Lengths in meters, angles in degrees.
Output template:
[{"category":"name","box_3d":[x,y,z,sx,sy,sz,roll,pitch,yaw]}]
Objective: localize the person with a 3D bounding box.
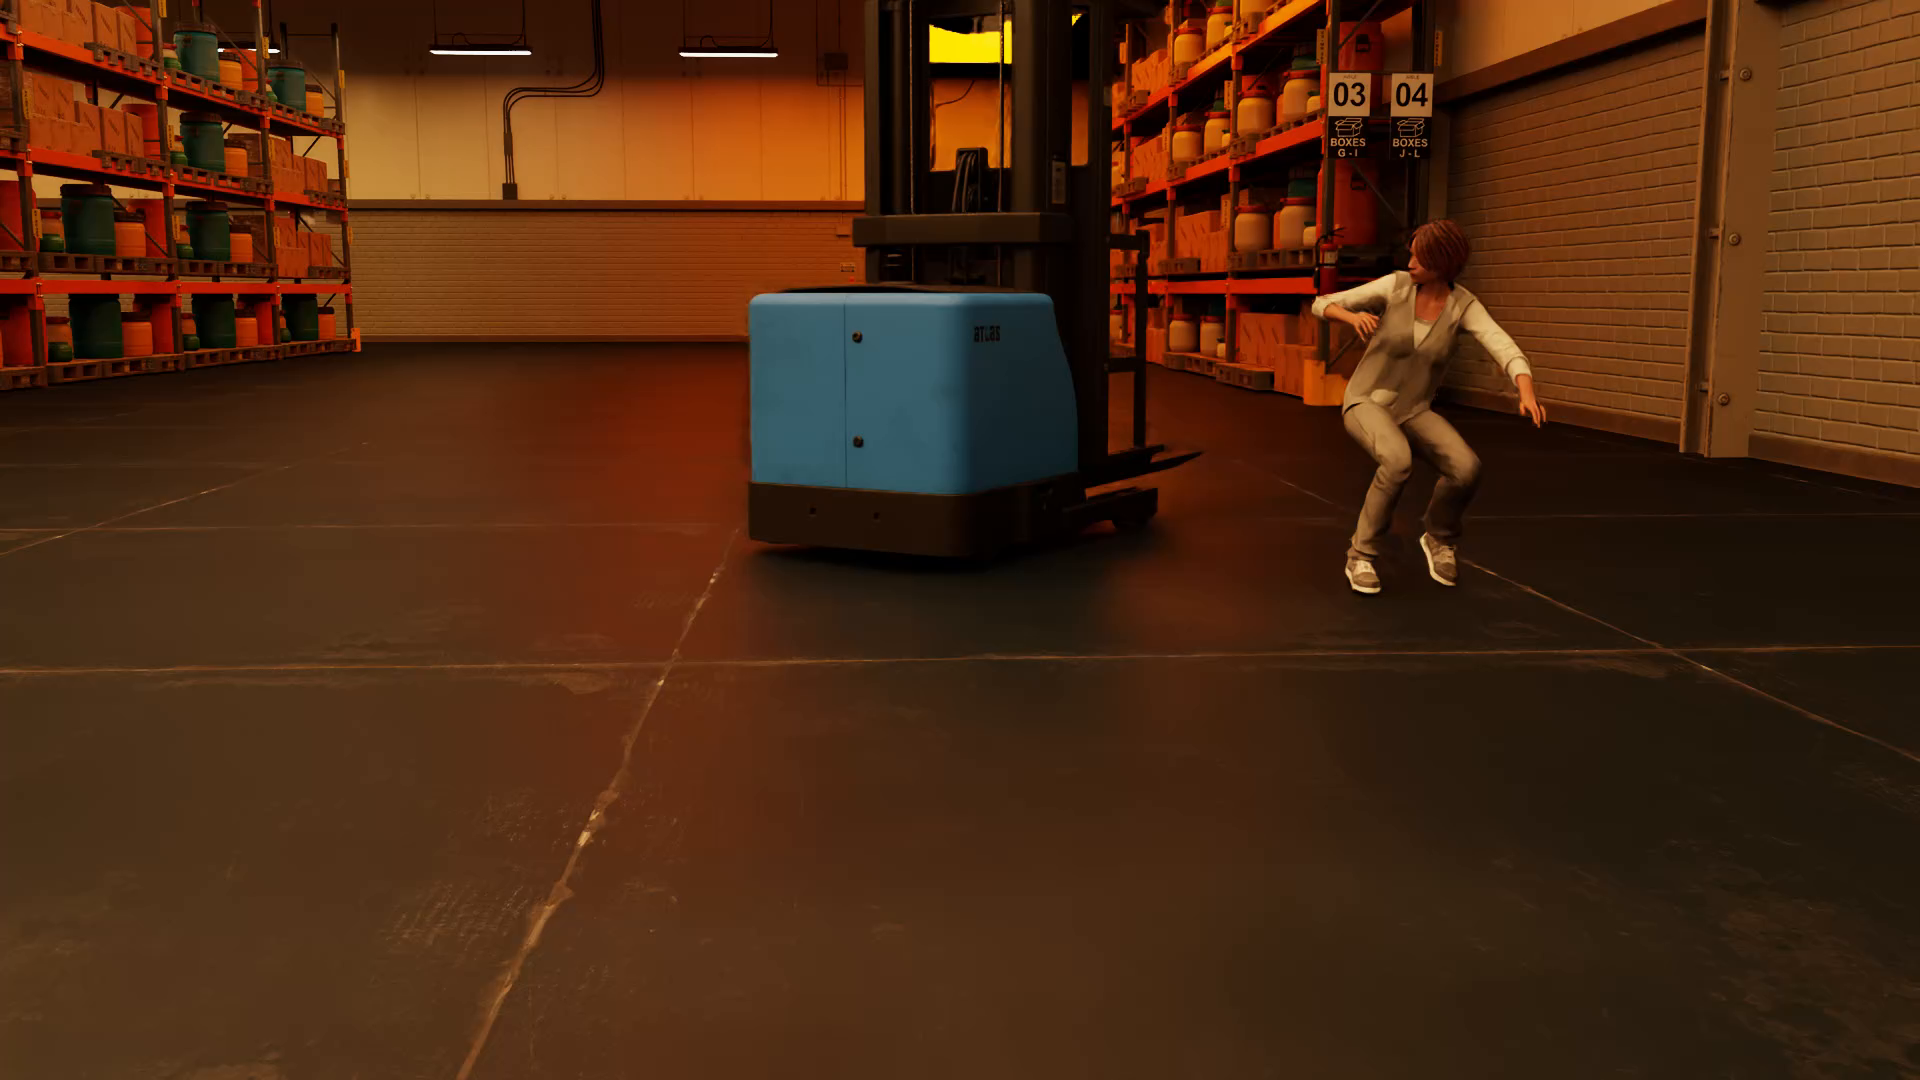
[{"category":"person","box_3d":[1.632,-0.459,5.950,0.691,1.322,0.844,-1,8,-4]}]

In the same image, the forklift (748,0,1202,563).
[{"category":"forklift","box_3d":[0.284,-1.538,7.686,1.130,2.935,3.031,5,10,29]}]
